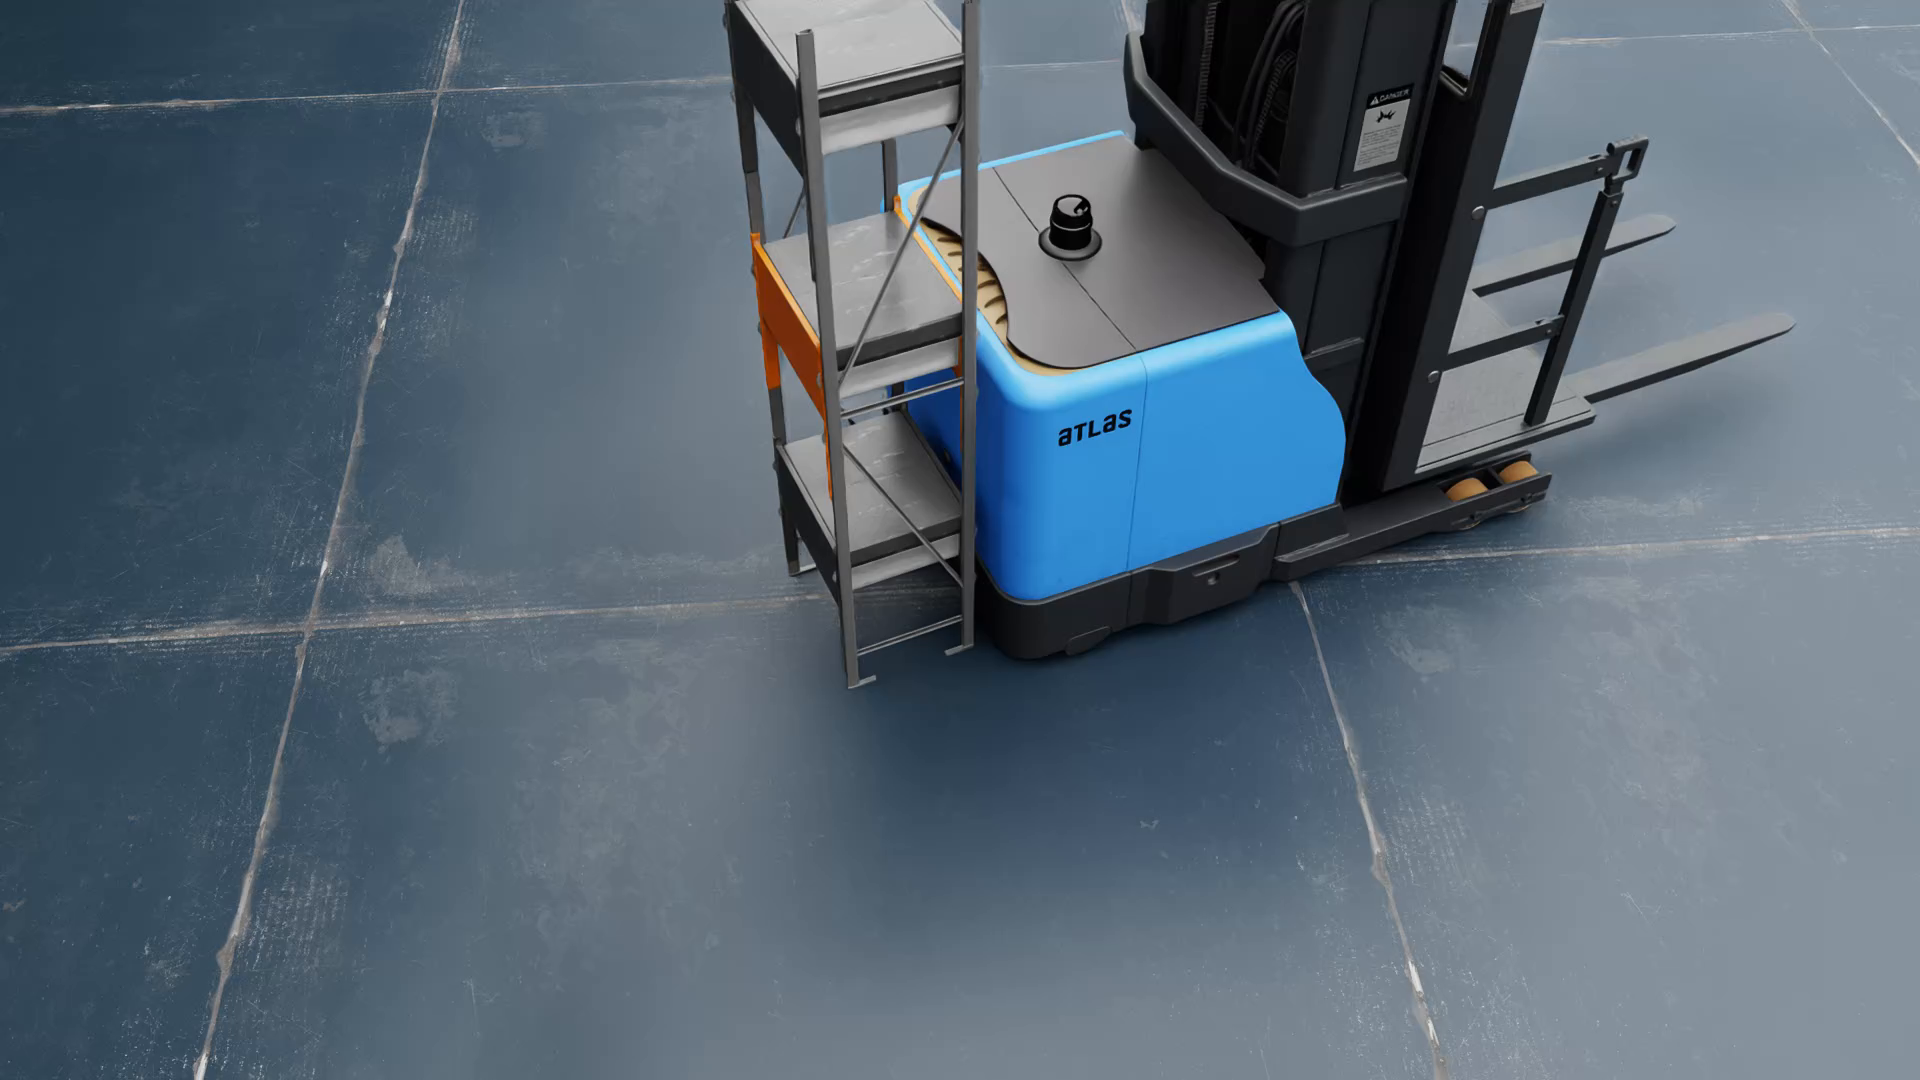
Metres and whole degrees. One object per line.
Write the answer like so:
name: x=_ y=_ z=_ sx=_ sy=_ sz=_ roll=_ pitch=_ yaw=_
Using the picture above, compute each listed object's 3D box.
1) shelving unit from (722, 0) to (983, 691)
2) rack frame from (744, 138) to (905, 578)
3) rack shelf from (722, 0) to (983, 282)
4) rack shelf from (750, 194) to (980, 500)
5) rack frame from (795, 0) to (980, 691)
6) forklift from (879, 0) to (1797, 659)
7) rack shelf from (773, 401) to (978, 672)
shelving unit: x=-0.245 y=-0.509 z=4.286 sx=0.431 sy=2.100 sz=0.503 roll=-18 pitch=49 yaw=-16
rack frame: x=-0.345 y=-0.671 z=4.439 sx=0.400 sy=2.100 sz=0.015 roll=-18 pitch=49 yaw=-16
rack shelf: x=-0.245 y=-0.981 z=3.788 sx=0.431 sy=0.518 sz=0.480 roll=-18 pitch=49 yaw=-16
rack shelf: x=-0.245 y=-0.500 z=4.296 sx=0.431 sy=0.518 sz=0.480 roll=-18 pitch=49 yaw=-16
rack frame: x=-0.144 y=-0.348 z=4.133 sx=0.400 sy=2.100 sz=0.015 roll=-18 pitch=49 yaw=-16
forklift: x=1.321 y=-1.376 z=4.534 sx=3.031 sy=2.935 sz=1.130 roll=-18 pitch=49 yaw=-16
rack shelf: x=-0.245 y=-0.019 z=4.804 sx=0.431 sy=0.518 sz=0.480 roll=-18 pitch=49 yaw=-16
